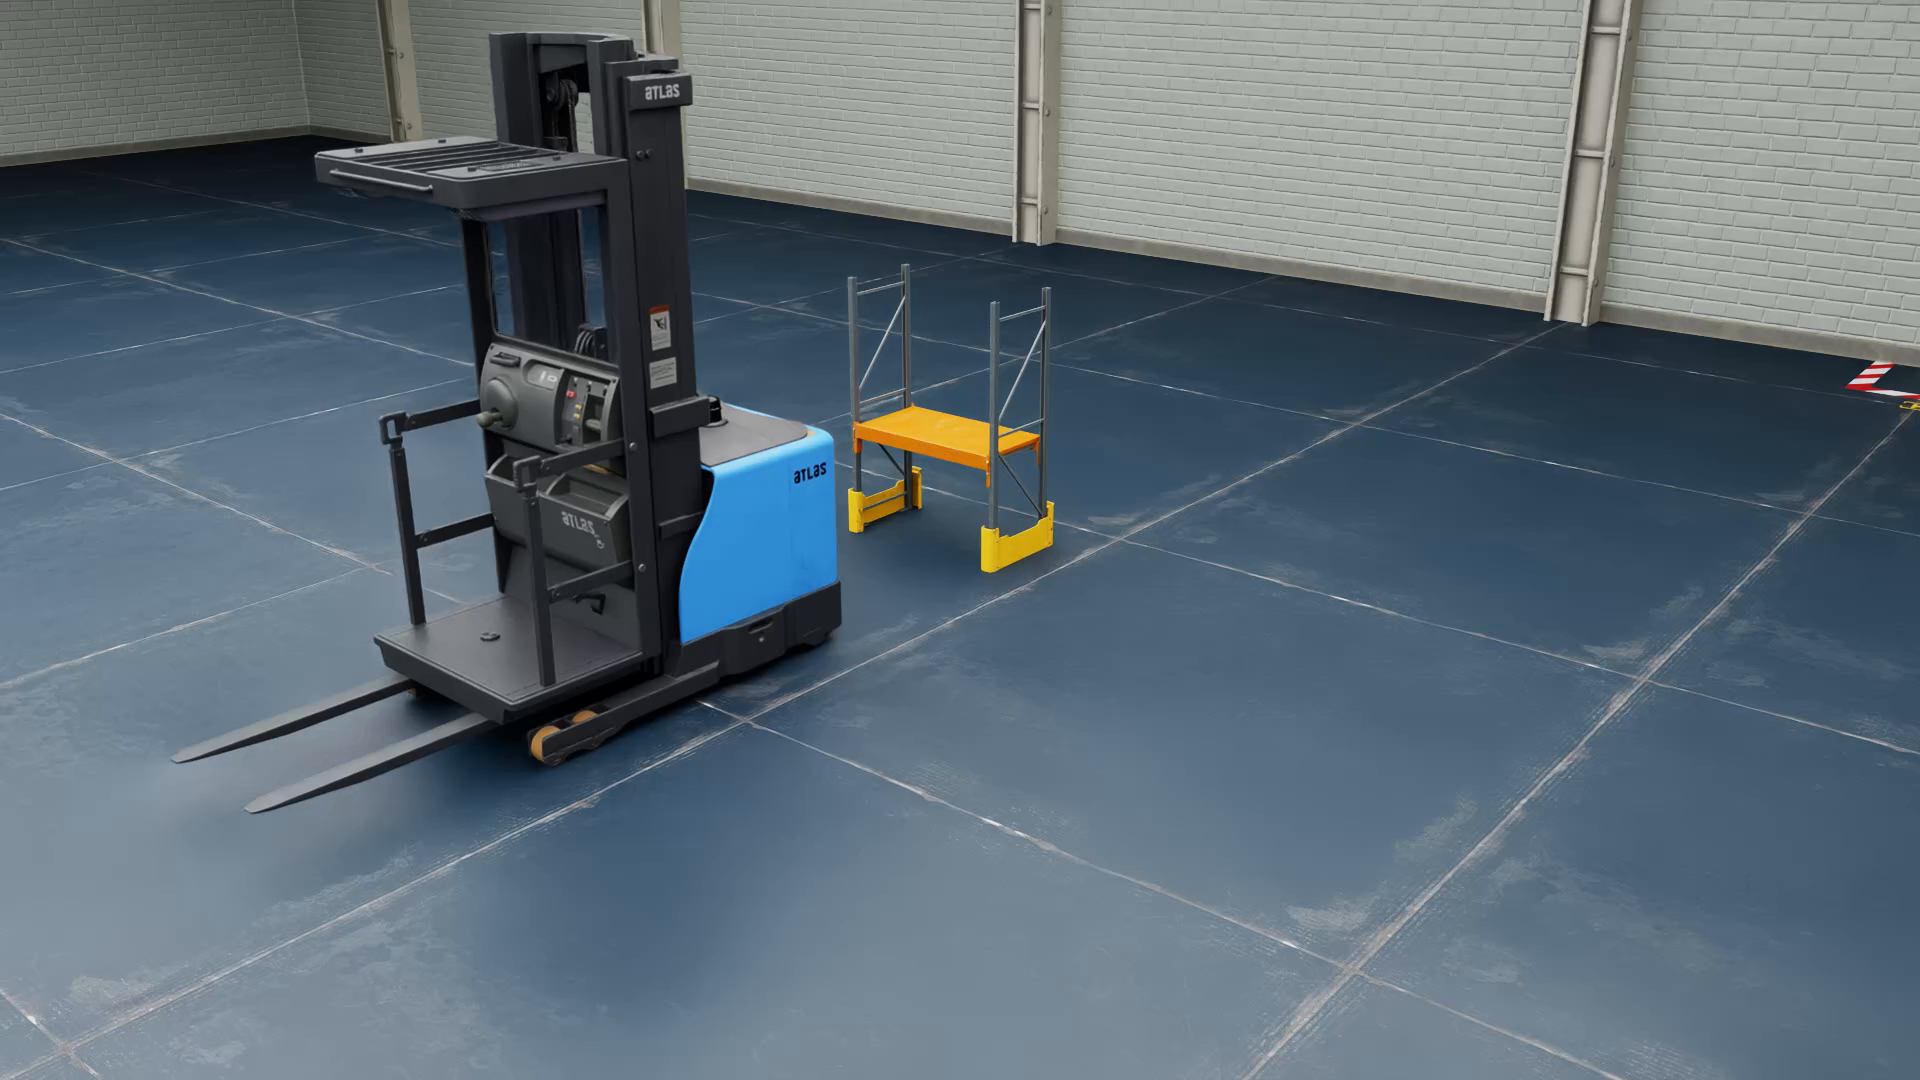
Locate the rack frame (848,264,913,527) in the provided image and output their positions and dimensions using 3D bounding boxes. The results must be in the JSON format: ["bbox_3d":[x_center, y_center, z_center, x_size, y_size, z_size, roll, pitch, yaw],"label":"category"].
[{"bbox_3d":[-0.460,-0.834,9.755,0.032,1.500,0.500,16,26,36],"label":"rack frame"}]

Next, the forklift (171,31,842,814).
[{"bbox_3d":[-1.940,-0.608,7.127,1.130,2.935,3.031,17,27,38],"label":"forklift"}]

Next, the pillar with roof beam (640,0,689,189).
[{"bbox_3d":[-6.544,-7.679,17.279,0.400,9.000,9.100,16,26,36],"label":"pillar with roof beam"}]

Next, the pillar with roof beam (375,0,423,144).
[{"bbox_3d":[-11.192,-9.018,20.829,0.400,9.000,9.100,16,26,36],"label":"pillar with roof beam"}]

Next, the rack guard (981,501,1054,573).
[{"bbox_3d":[0.327,-0.023,9.375,0.087,0.250,0.587,16,26,36],"label":"rack guard"}]

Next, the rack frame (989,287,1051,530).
[{"bbox_3d":[0.328,-0.607,9.153,0.032,1.500,0.500,16,26,36],"label":"rack frame"}]

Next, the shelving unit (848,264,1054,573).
[{"bbox_3d":[-0.059,-0.719,9.449,1.083,1.500,0.587,16,26,36],"label":"shelving unit"}]

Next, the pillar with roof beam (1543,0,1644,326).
[{"bbox_3d":[2.753,-5.002,10.179,0.400,9.000,9.100,16,26,36],"label":"pillar with roof beam"}]

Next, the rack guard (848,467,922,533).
[{"bbox_3d":[-0.445,-0.245,9.964,0.087,0.250,0.587,16,26,36],"label":"rack guard"}]

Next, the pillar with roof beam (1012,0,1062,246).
[{"bbox_3d":[-1.895,-6.341,13.729,0.400,9.000,9.100,16,26,36],"label":"pillar with roof beam"}]

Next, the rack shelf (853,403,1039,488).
[{"bbox_3d":[-0.066,-0.552,9.517,1.000,0.185,0.538,16,26,36],"label":"rack shelf"}]
